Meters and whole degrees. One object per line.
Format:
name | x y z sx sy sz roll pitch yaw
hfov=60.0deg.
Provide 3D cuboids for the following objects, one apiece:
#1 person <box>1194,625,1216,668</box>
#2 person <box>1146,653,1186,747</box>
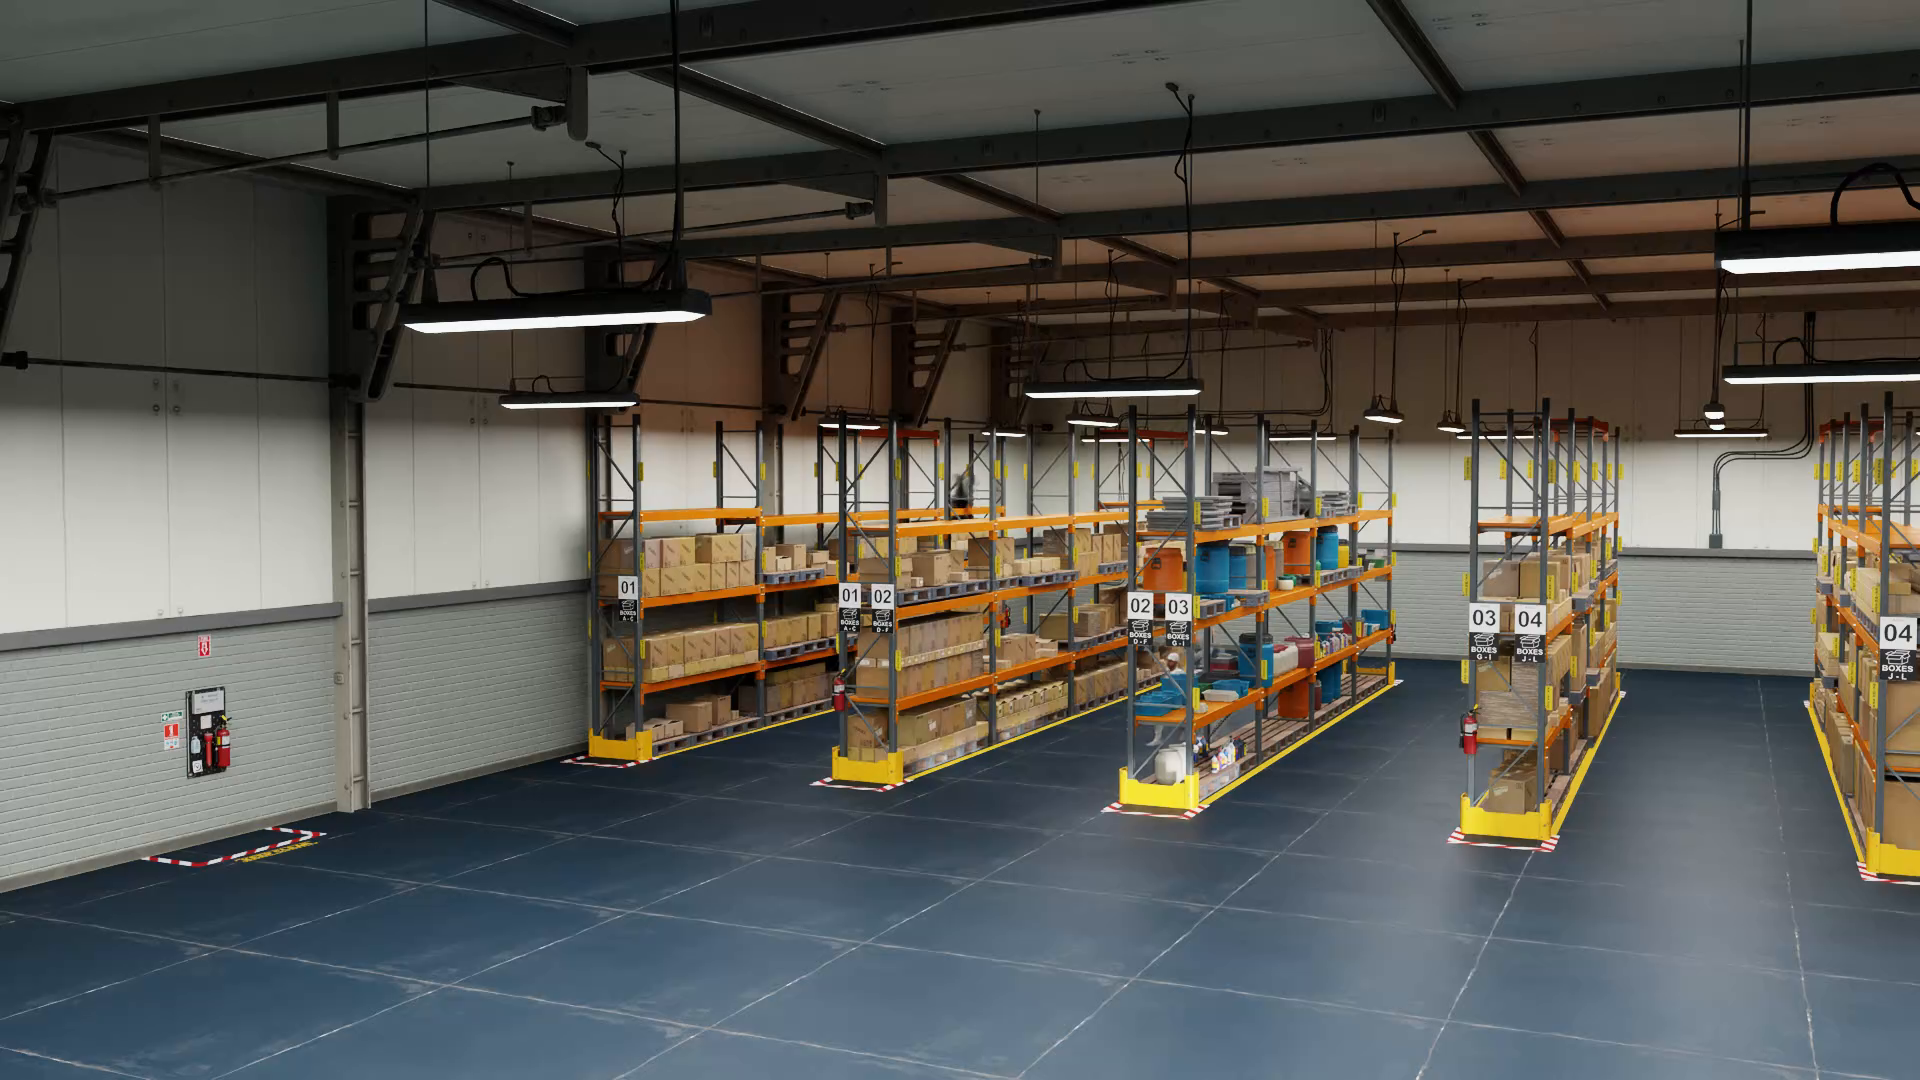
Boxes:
person | 6.131 2.469 42.238 0.604 1.591 0.601 2 3 40
person | 3.859 2.891 30.098 0.856 1.731 0.745 -1 3 -22
